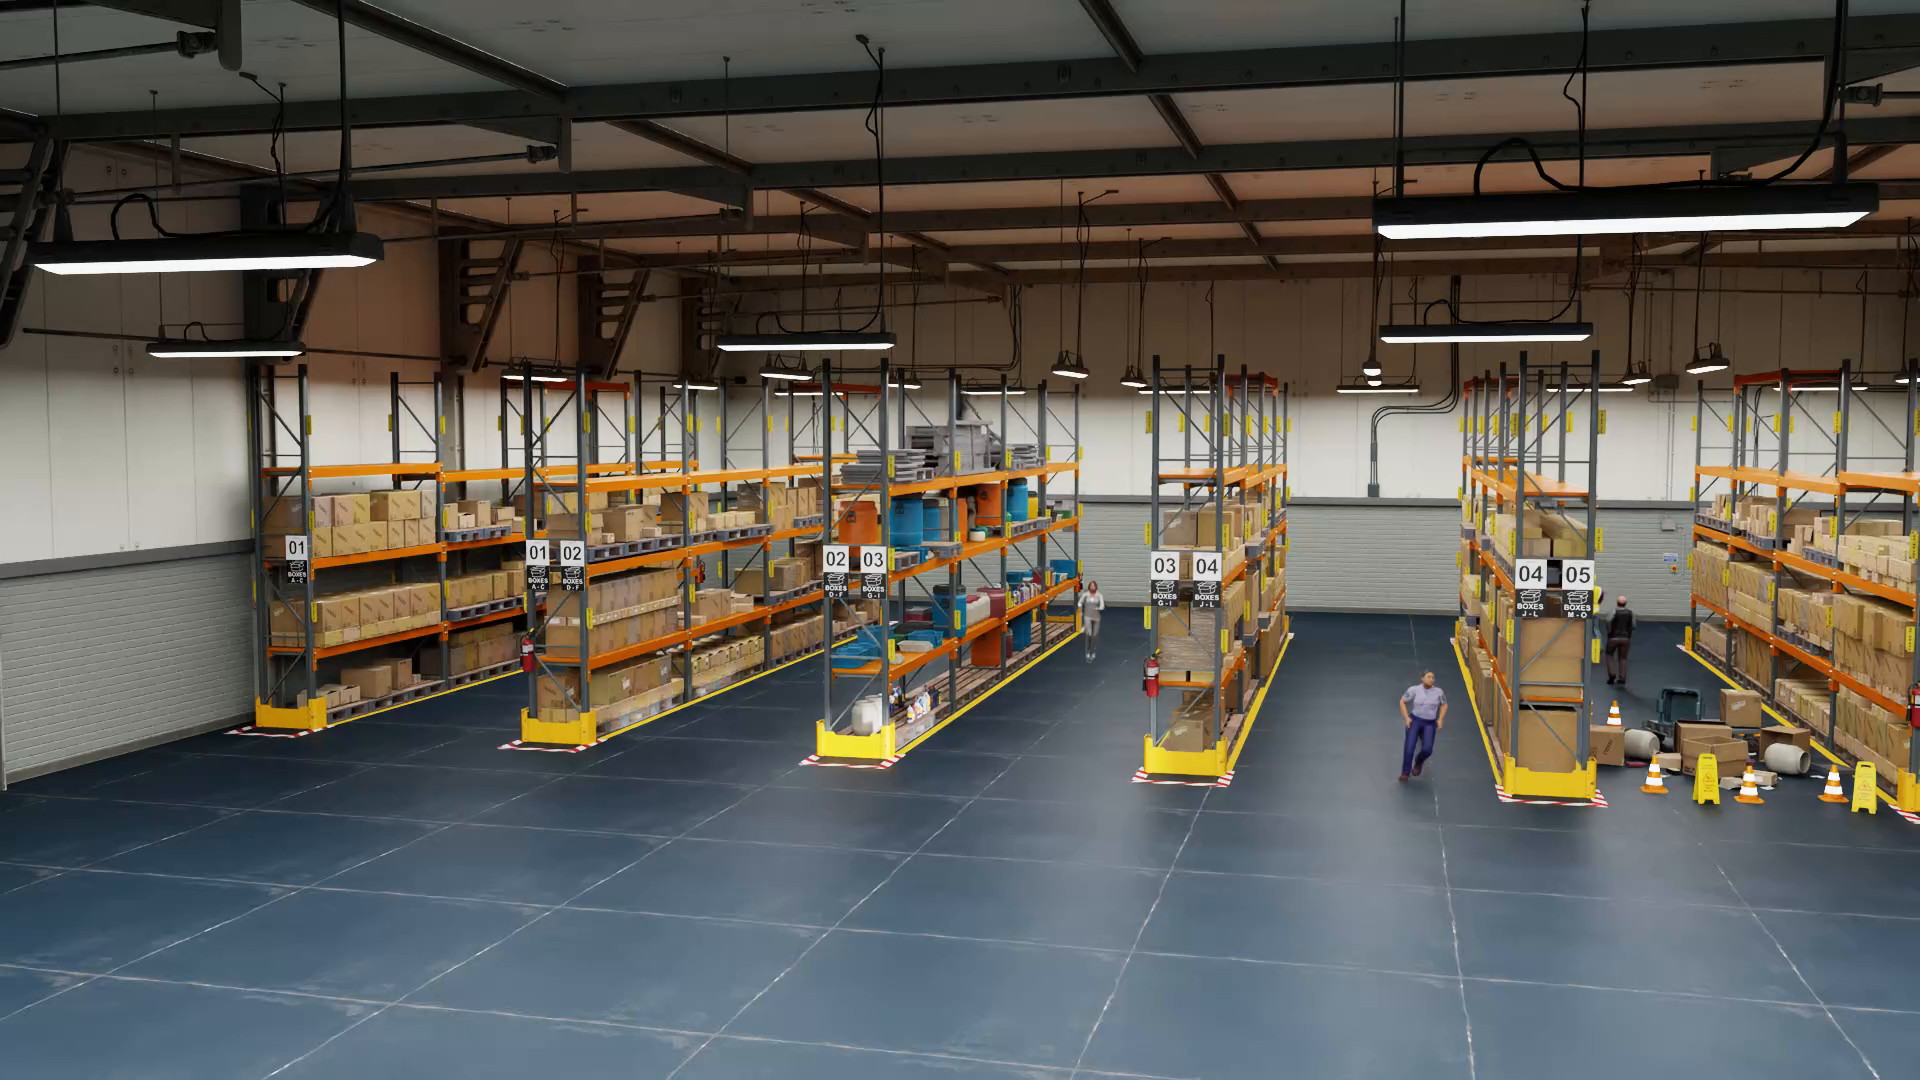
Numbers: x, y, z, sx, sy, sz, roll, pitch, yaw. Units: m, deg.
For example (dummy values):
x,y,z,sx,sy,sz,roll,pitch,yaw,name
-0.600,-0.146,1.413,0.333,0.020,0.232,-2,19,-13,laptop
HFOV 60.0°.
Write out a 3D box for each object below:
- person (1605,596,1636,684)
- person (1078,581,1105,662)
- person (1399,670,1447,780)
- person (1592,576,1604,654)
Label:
x,y,z,sx,sy,sz,roll,pitch,yaw,name
12.680,1.948,32.015,0.633,1.746,0.729,1,4,8,person
2.642,1.634,33.369,0.505,1.637,0.654,0,4,-2,person
6.506,2.606,23.325,0.665,1.579,0.502,1,4,10,person
13.639,1.619,35.992,0.681,1.803,0.897,-1,4,-8,person
